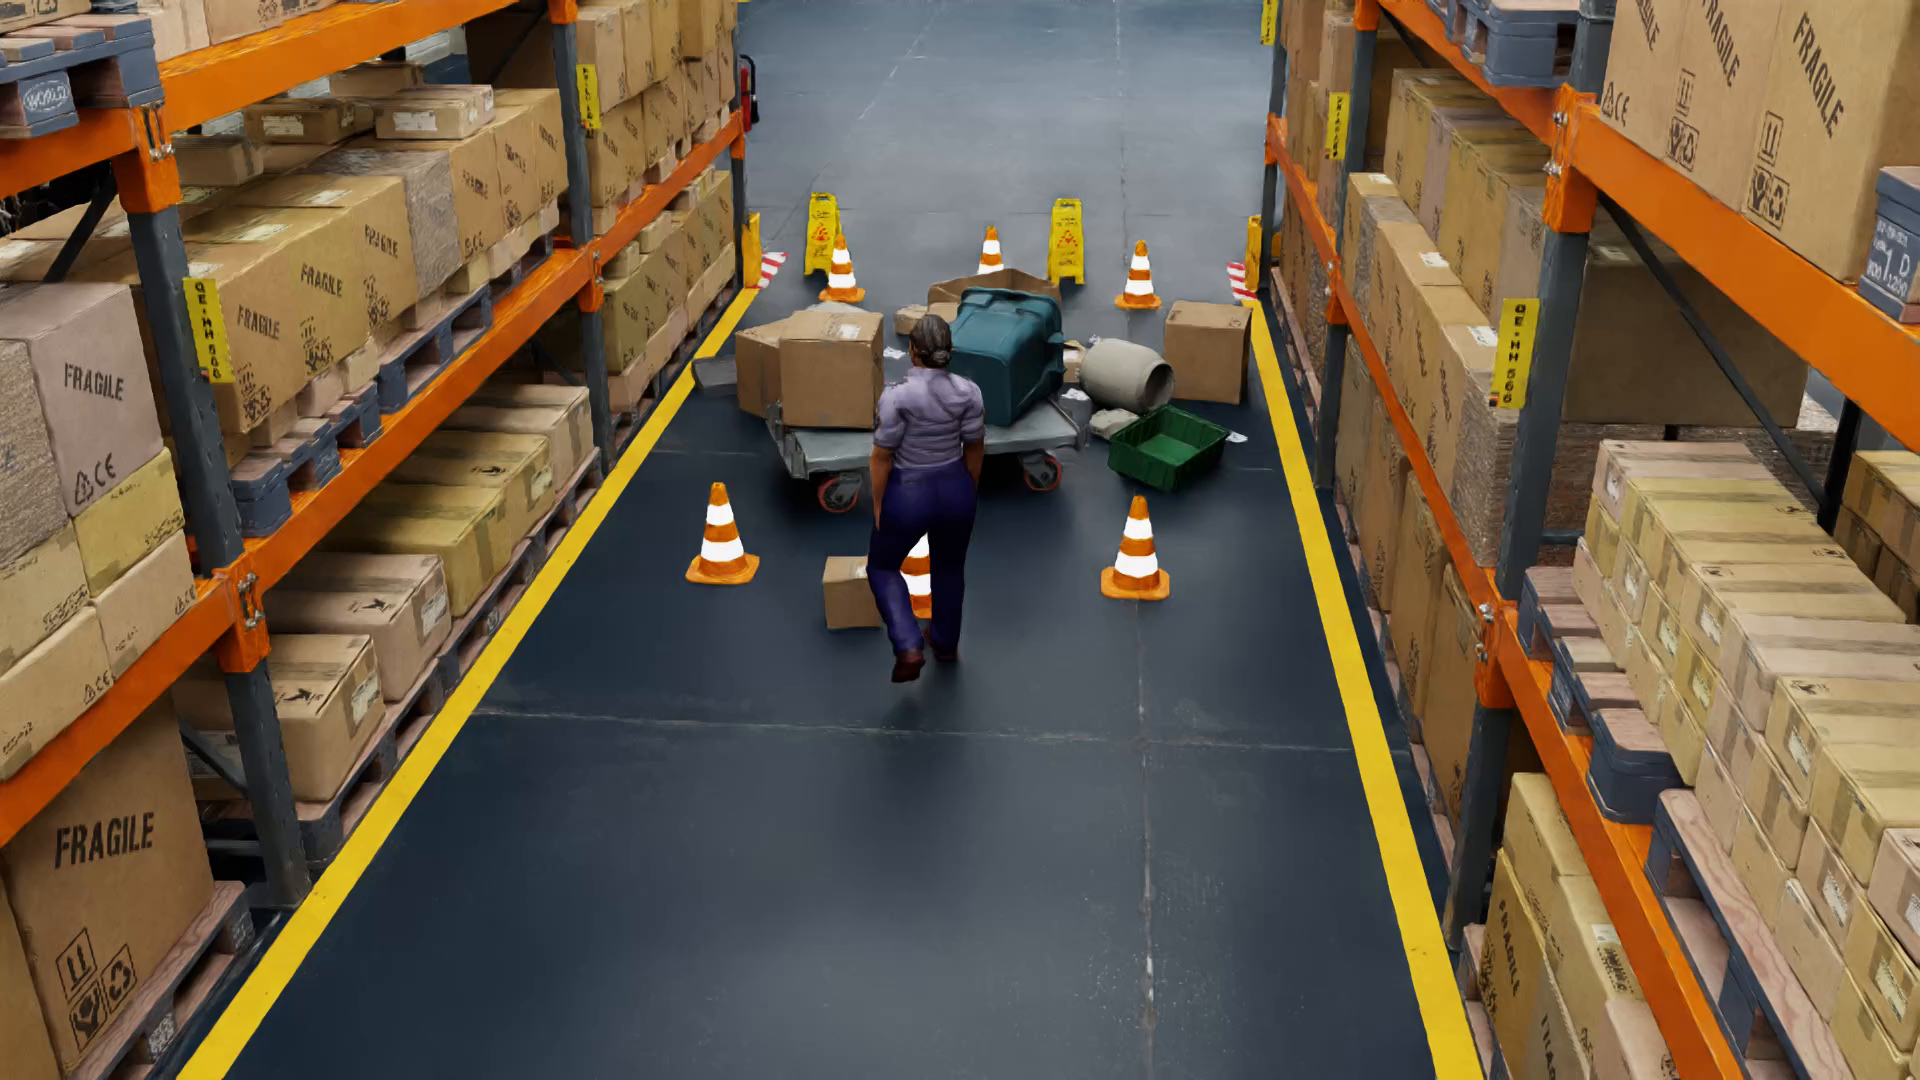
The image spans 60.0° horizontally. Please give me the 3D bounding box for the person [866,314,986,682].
[{"bbox_3d":[-0.148,-0.169,6.981,0.496,1.617,0.664,-9,26,-18],"label":"person"}]
